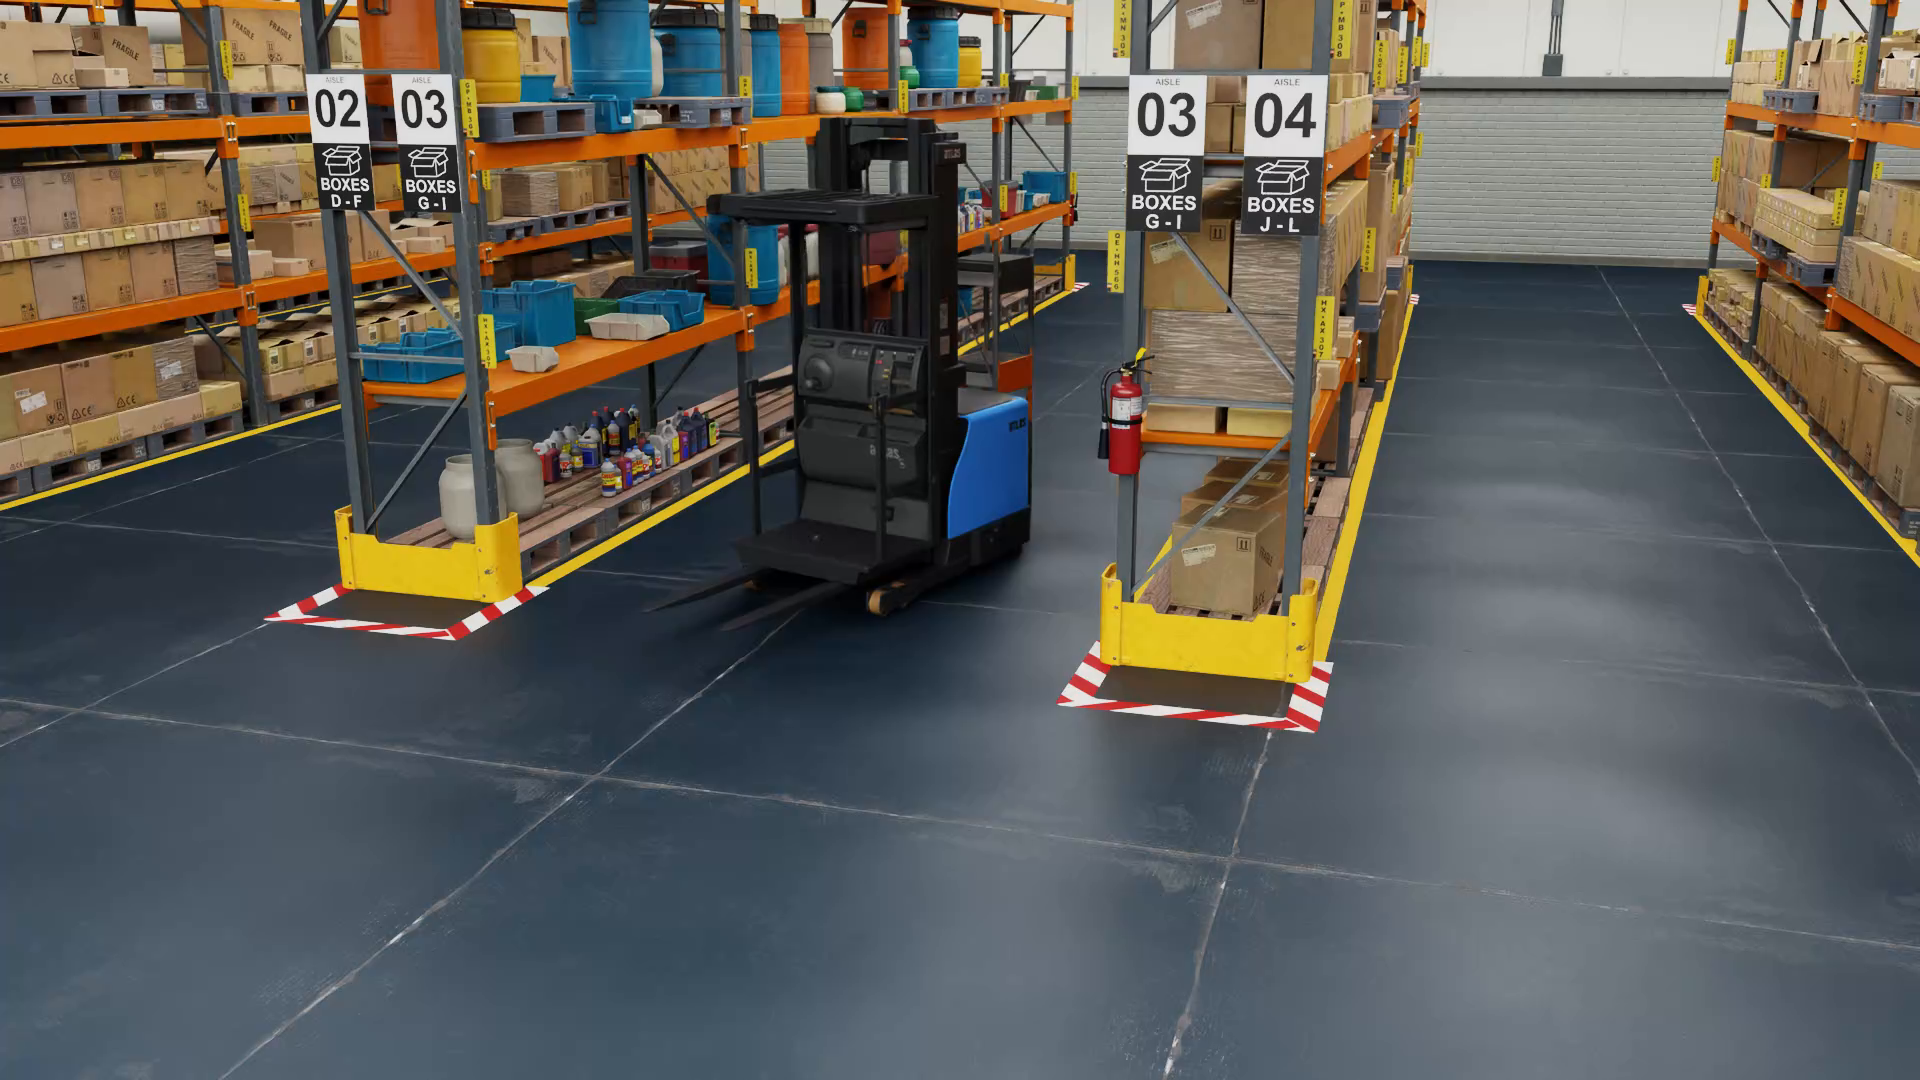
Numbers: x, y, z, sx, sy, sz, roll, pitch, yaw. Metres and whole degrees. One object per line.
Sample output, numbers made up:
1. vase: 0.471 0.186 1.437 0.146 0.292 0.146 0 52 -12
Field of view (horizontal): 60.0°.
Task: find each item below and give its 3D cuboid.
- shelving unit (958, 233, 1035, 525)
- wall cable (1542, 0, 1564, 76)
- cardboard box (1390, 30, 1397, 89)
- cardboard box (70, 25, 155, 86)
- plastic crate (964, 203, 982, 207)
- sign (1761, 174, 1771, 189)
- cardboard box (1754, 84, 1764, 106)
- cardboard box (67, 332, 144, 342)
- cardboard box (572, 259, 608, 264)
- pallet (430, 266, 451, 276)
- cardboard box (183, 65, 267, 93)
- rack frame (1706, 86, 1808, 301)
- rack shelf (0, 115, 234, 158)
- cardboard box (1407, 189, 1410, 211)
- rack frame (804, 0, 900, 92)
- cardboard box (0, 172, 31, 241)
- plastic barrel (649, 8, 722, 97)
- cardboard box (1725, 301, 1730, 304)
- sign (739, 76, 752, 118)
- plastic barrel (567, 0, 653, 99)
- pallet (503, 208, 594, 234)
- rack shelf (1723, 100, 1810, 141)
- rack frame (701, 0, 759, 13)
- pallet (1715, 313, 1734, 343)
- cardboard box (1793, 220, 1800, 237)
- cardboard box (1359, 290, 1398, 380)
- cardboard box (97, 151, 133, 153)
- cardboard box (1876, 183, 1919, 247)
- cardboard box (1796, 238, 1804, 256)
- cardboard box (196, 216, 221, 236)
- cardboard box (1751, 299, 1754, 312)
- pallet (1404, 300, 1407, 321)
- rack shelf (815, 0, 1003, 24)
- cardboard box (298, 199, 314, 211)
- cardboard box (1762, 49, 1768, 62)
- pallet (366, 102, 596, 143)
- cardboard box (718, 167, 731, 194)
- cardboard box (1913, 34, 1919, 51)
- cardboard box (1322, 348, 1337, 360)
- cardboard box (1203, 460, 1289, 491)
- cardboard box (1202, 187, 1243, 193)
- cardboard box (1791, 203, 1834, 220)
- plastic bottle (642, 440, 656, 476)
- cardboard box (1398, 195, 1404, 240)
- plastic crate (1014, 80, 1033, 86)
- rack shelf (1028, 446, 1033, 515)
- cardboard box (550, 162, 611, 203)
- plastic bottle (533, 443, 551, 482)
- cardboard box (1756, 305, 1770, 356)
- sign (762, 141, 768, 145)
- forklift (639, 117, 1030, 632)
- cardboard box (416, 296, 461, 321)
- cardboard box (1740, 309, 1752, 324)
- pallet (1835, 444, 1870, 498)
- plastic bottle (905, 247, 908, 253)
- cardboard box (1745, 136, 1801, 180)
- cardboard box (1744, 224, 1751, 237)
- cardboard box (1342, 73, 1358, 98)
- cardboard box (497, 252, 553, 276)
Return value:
1. shelving unit: 0.220 -1.095 11.843 0.431 2.100 0.503 10 18 31
2. wall cable: 10.822 -10.559 26.671 2.277 5.999 0.120 5 16 16
3. cardboard box: 3.606 -4.273 14.801 0.500 0.500 0.500 5 16 16
4. cardboard box: -7.392 -4.192 14.407 0.500 0.500 0.500 6 17 20
5. plastic crate: 0.086 -4.461 22.455 0.437 0.125 0.590 5 16 16
6. sign: 8.979 -3.912 18.540 0.100 0.325 0.005 5 16 16
7. cardboard box: 9.678 -5.239 19.580 0.500 0.250 0.500 4 16 15
8. cardboard box: -7.563 -1.555 14.709 0.500 0.500 0.500 5 16 16
9. cardboard box: -5.094 -3.538 22.579 0.500 0.500 0.500 4 16 13
10. pallet: -8.489 -4.509 27.340 1.003 0.211 1.213 5 16 16
11. cardboard box: -6.812 -4.277 15.418 0.500 0.250 0.500 6 17 22
12. rack frame: 10.638 -4.502 22.206 1.000 3.000 0.127 5 16 16
13. rack shelf: -7.564 -3.117 13.143 1.077 0.370 4.000 5 16 16
14. cardboard box: 5.594 -4.435 21.697 0.500 0.250 0.500 5 16 16
15. rack frame: -1.111 -6.091 16.812 1.000 3.000 0.127 5 16 16
16. cardboard box: -7.686 -2.574 12.846 0.700 0.500 0.500 5 16 16
17. plastic barrel: -2.312 -3.992 13.992 0.600 0.901 0.708 5 16 16
18. cardboard box: 9.963 -2.948 21.180 0.380 0.149 0.250 5 16 16
19. sign: -1.724 -3.560 13.370 0.100 0.325 0.005 5 16 16
20. plastic barrel: -2.633 -3.792 12.517 0.600 0.901 0.708 5 16 16
21. pallet: -5.311 -4.006 20.809 1.003 0.211 1.213 5 16 16
22. rack shelf: 10.069 -5.076 20.050 1.077 0.370 4.000 5 16 16
23. rack frame: -3.586 -8.569 25.549 1.000 3.000 0.127 5 16 16
24. pallet: 10.003 -2.613 20.655 1.003 0.211 1.213 5 16 16
25. cardboard box: 8.286 -3.003 16.064 0.380 0.149 0.250 5 16 16
26. cardboard box: 3.854 -2.179 17.140 1.225 0.875 0.875 4 16 13
27. cardboard box: -10.579 -4.808 21.146 0.500 0.250 0.500 4 16 14
28. cardboard box: 8.085 -2.689 13.799 0.700 0.500 0.500 4 16 15
29. cardboard box: 8.209 -2.787 15.851 0.380 0.149 0.250 5 17 17
30. cardboard box: -6.868 -2.816 14.887 0.380 0.149 0.250 5 16 16
31. cardboard box: 9.352 -2.686 19.166 0.380 0.149 0.250 5 17 17
32. pallet: 5.410 -3.039 22.155 1.003 0.211 1.213 5 16 16
33. rack shelf: -0.543 -6.075 18.809 1.077 0.370 4.000 5 16 16
34. cardboard box: -9.347 -4.730 23.432 0.380 0.149 0.250 5 17 17
35. cardboard box: 9.671 -5.703 19.568 0.380 0.149 0.250 5 16 15
36. pallet: -3.056 -2.673 10.604 1.003 0.211 1.213 5 16 16
37. cardboard box: -3.743 -5.326 24.928 0.500 0.500 0.500 5 17 16
38. cardboard box: 8.890 -4.488 15.073 0.396 0.266 0.258 5 16 16
39. cardboard box: 2.281 -1.183 10.963 0.380 0.149 0.250 5 16 16
40. cardboard box: 1.891 -0.210 10.885 0.500 0.500 0.500 6 17 21
41. cardboard box: 1.846 -2.087 11.128 0.500 0.500 0.500 5 16 16
42. cardboard box: 8.358 -3.207 16.241 0.380 0.149 0.250 5 16 16
43. plastic bottle: -2.387 -0.630 12.746 0.097 0.271 0.097 0 16 0
44. cardboard box: 4.903 -3.772 19.446 0.500 0.500 0.500 5 16 16
45. plastic crate: 0.786 -6.599 24.339 0.497 0.269 0.590 5 16 16
46. rack shelf: 0.220 -0.409 12.037 0.431 0.518 0.480 10 18 31
47. cardboard box: -5.072 -4.780 22.231 0.700 0.500 0.500 -1 16 -3
48. plastic bottle: -3.185 -0.591 12.602 0.152 0.276 0.135 5 17 16
49. cardboard box: 9.037 -2.283 18.191 0.500 0.500 0.500 5 17 18
50. sign: -3.059 -6.343 25.996 0.100 0.325 0.005 5 16 16
51. forklift: -0.744 -1.087 10.292 1.130 2.935 3.031 10 19 32
52. cardboard box: -5.772 -2.583 18.679 0.500 0.311 0.500 5 17 17
53. cardboard box: 9.351 -2.608 19.438 0.380 0.149 0.250 4 16 13
54. pallet: 7.719 -0.549 13.379 1.003 0.211 1.213 5 16 16
55. plastic bottle: -0.619 -3.259 18.058 0.097 0.271 0.097 0 16 0
56. cardboard box: 9.676 -4.541 19.780 0.500 0.500 0.500 5 17 17
57. cardboard box: 9.605 -3.708 19.866 0.380 0.149 0.250 4 16 13
58. cardboard box: 2.316 -2.884 10.548 0.380 0.149 0.250 5 17 18
59. cardboard box: -5.520 -3.505 21.092 0.500 0.250 0.500 4 16 15
